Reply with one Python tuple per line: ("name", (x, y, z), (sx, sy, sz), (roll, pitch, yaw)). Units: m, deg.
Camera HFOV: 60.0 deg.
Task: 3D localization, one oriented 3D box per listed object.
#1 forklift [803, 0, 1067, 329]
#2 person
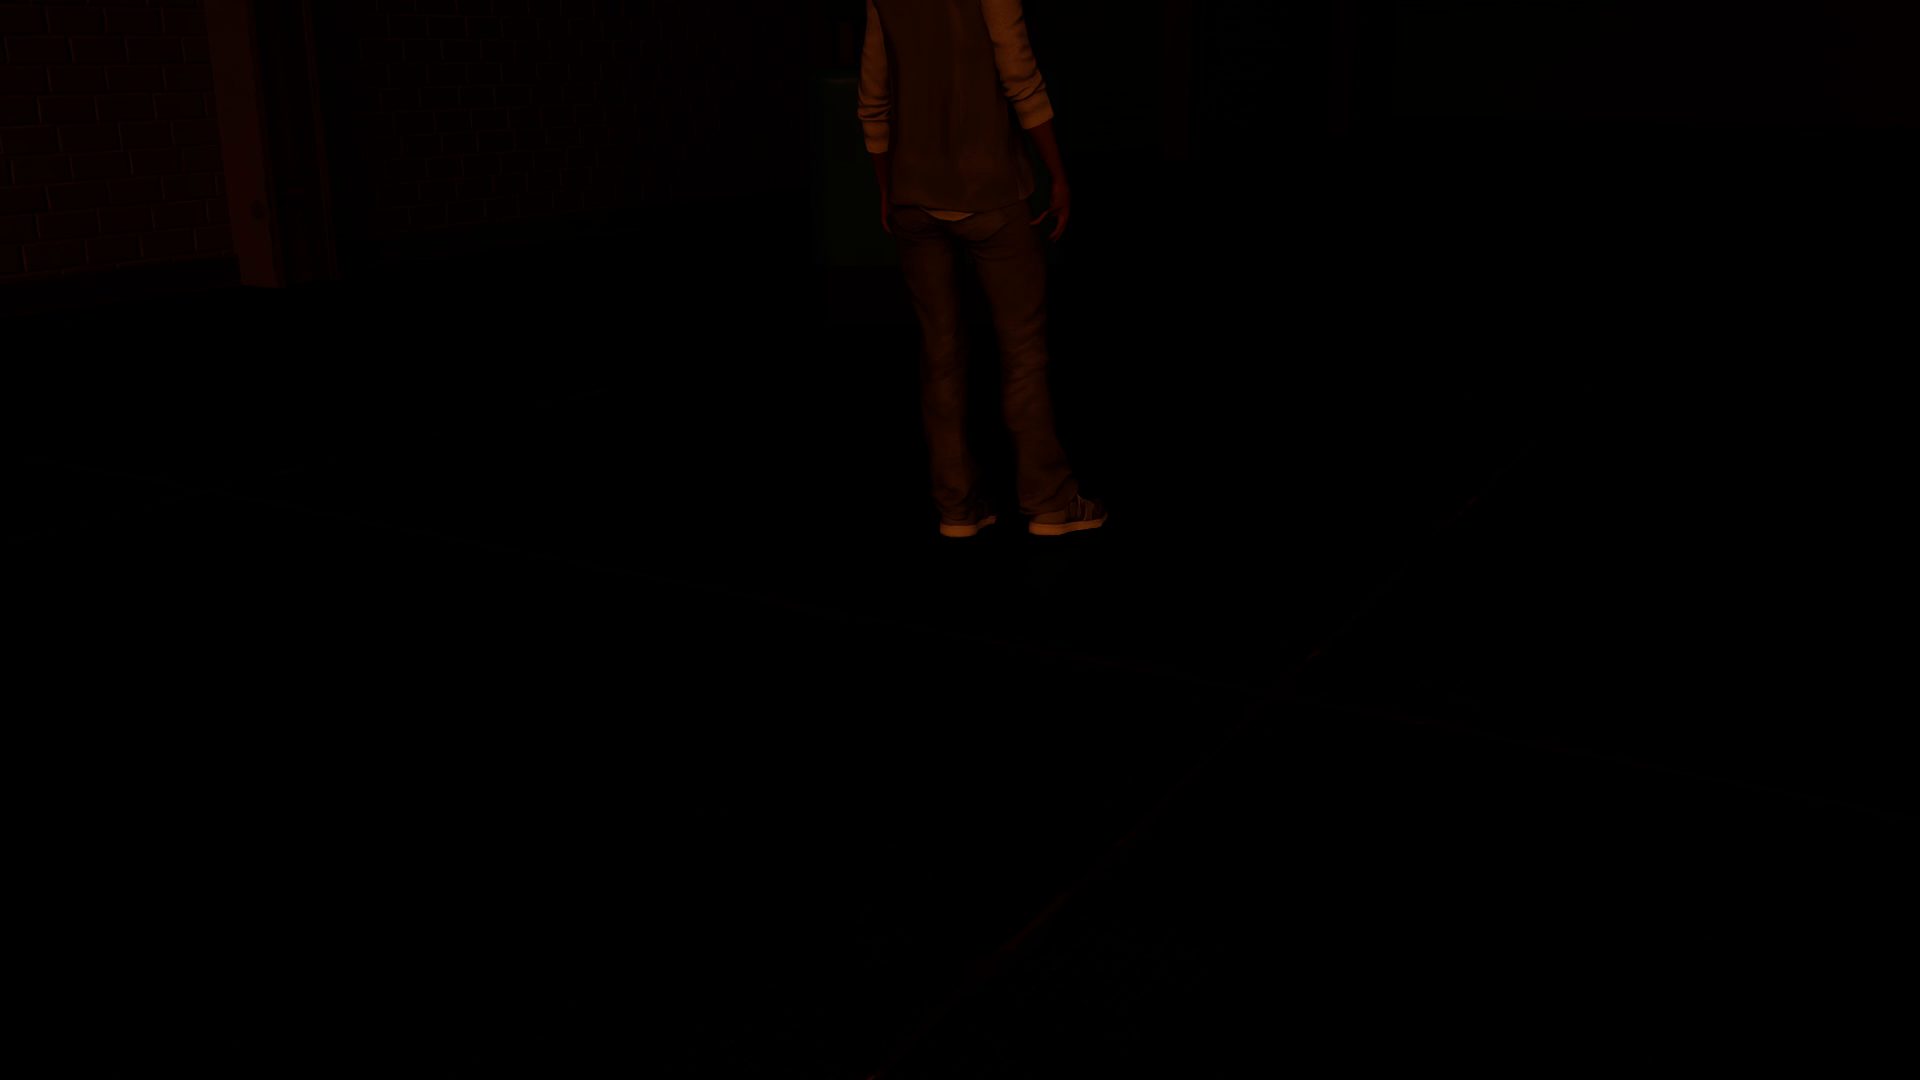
("forklift", (-0.168, -2.636, 7.804), (1.130, 2.935, 3.031), (-1, 16, -3))
("person", (0.049, -0.789, 3.869), (0.521, 1.599, 0.473), (9, 19, 28))
